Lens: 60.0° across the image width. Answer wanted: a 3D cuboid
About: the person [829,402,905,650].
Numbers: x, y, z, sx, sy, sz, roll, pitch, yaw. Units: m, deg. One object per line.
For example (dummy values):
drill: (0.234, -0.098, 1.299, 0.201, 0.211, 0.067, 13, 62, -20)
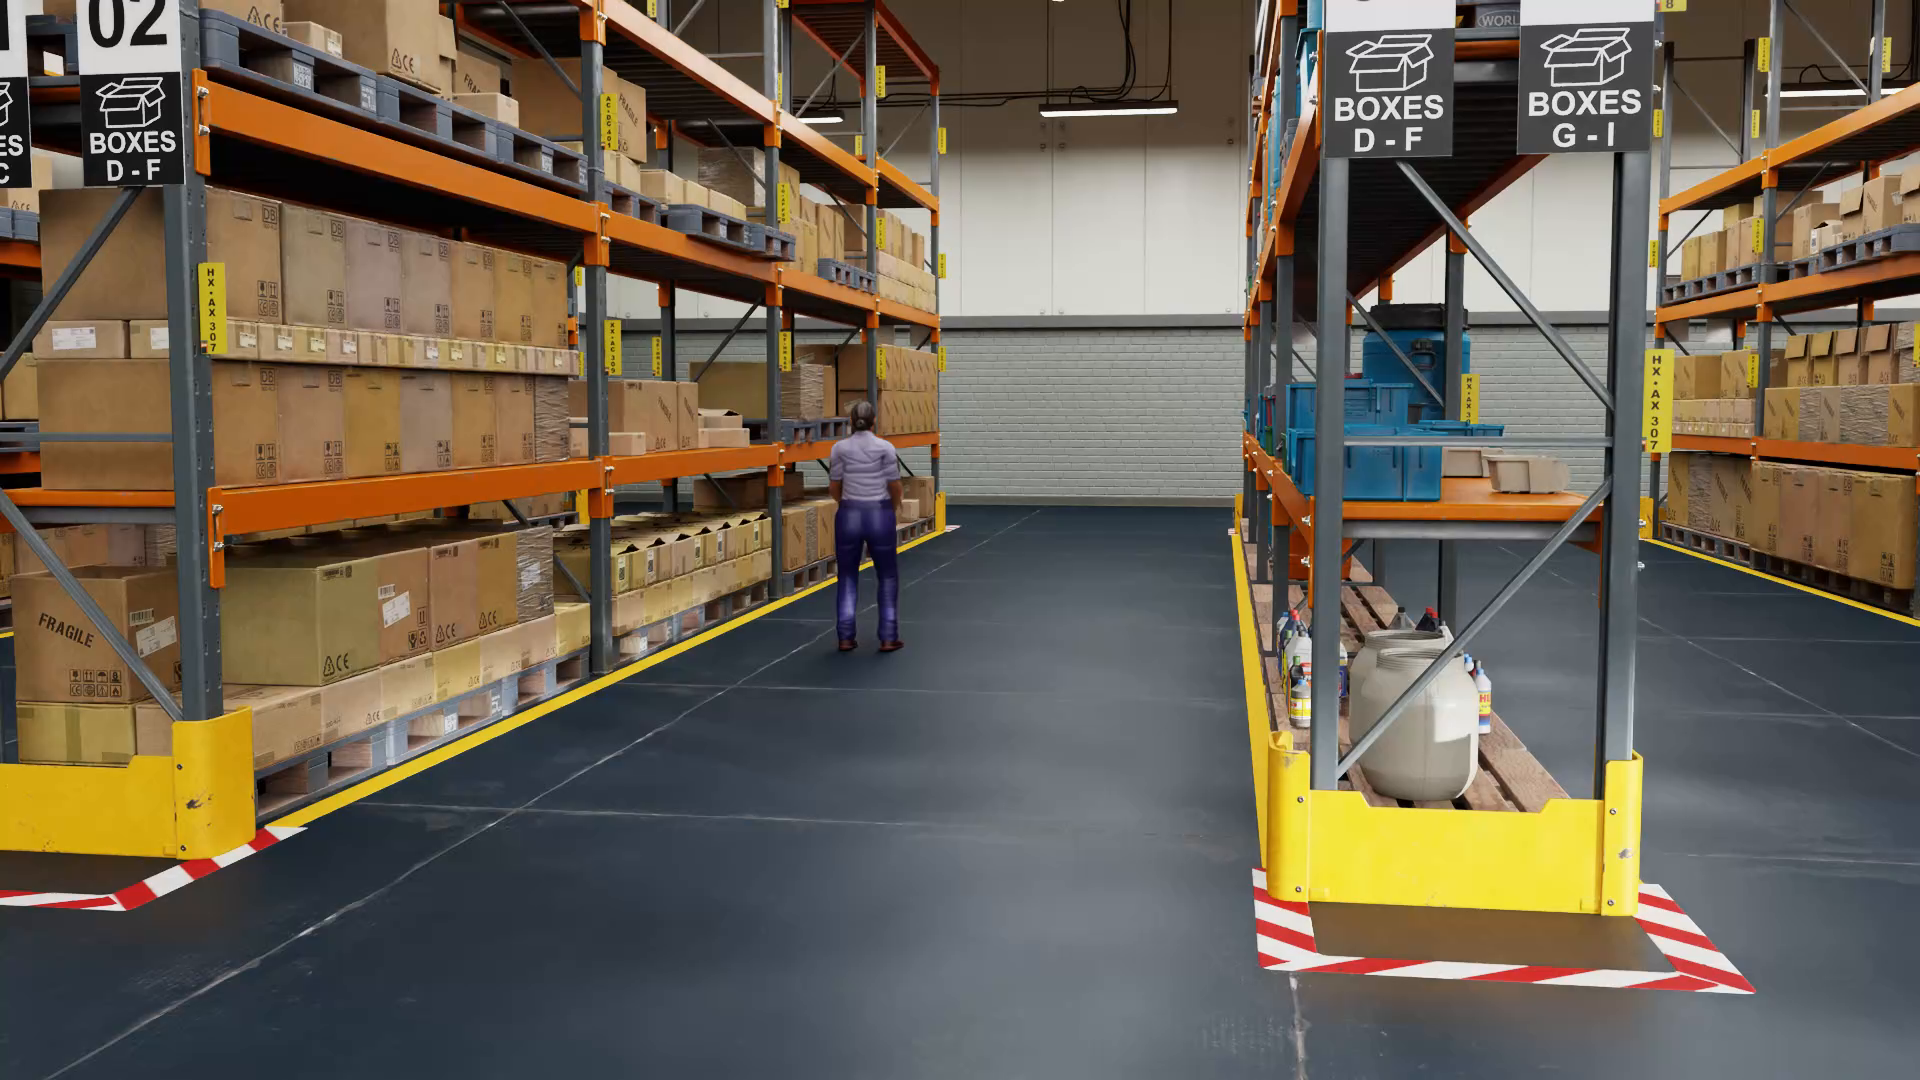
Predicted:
person: (-0.622, -0.096, 11.127, 0.494, 1.655, 0.463, 1, 5, 8)
